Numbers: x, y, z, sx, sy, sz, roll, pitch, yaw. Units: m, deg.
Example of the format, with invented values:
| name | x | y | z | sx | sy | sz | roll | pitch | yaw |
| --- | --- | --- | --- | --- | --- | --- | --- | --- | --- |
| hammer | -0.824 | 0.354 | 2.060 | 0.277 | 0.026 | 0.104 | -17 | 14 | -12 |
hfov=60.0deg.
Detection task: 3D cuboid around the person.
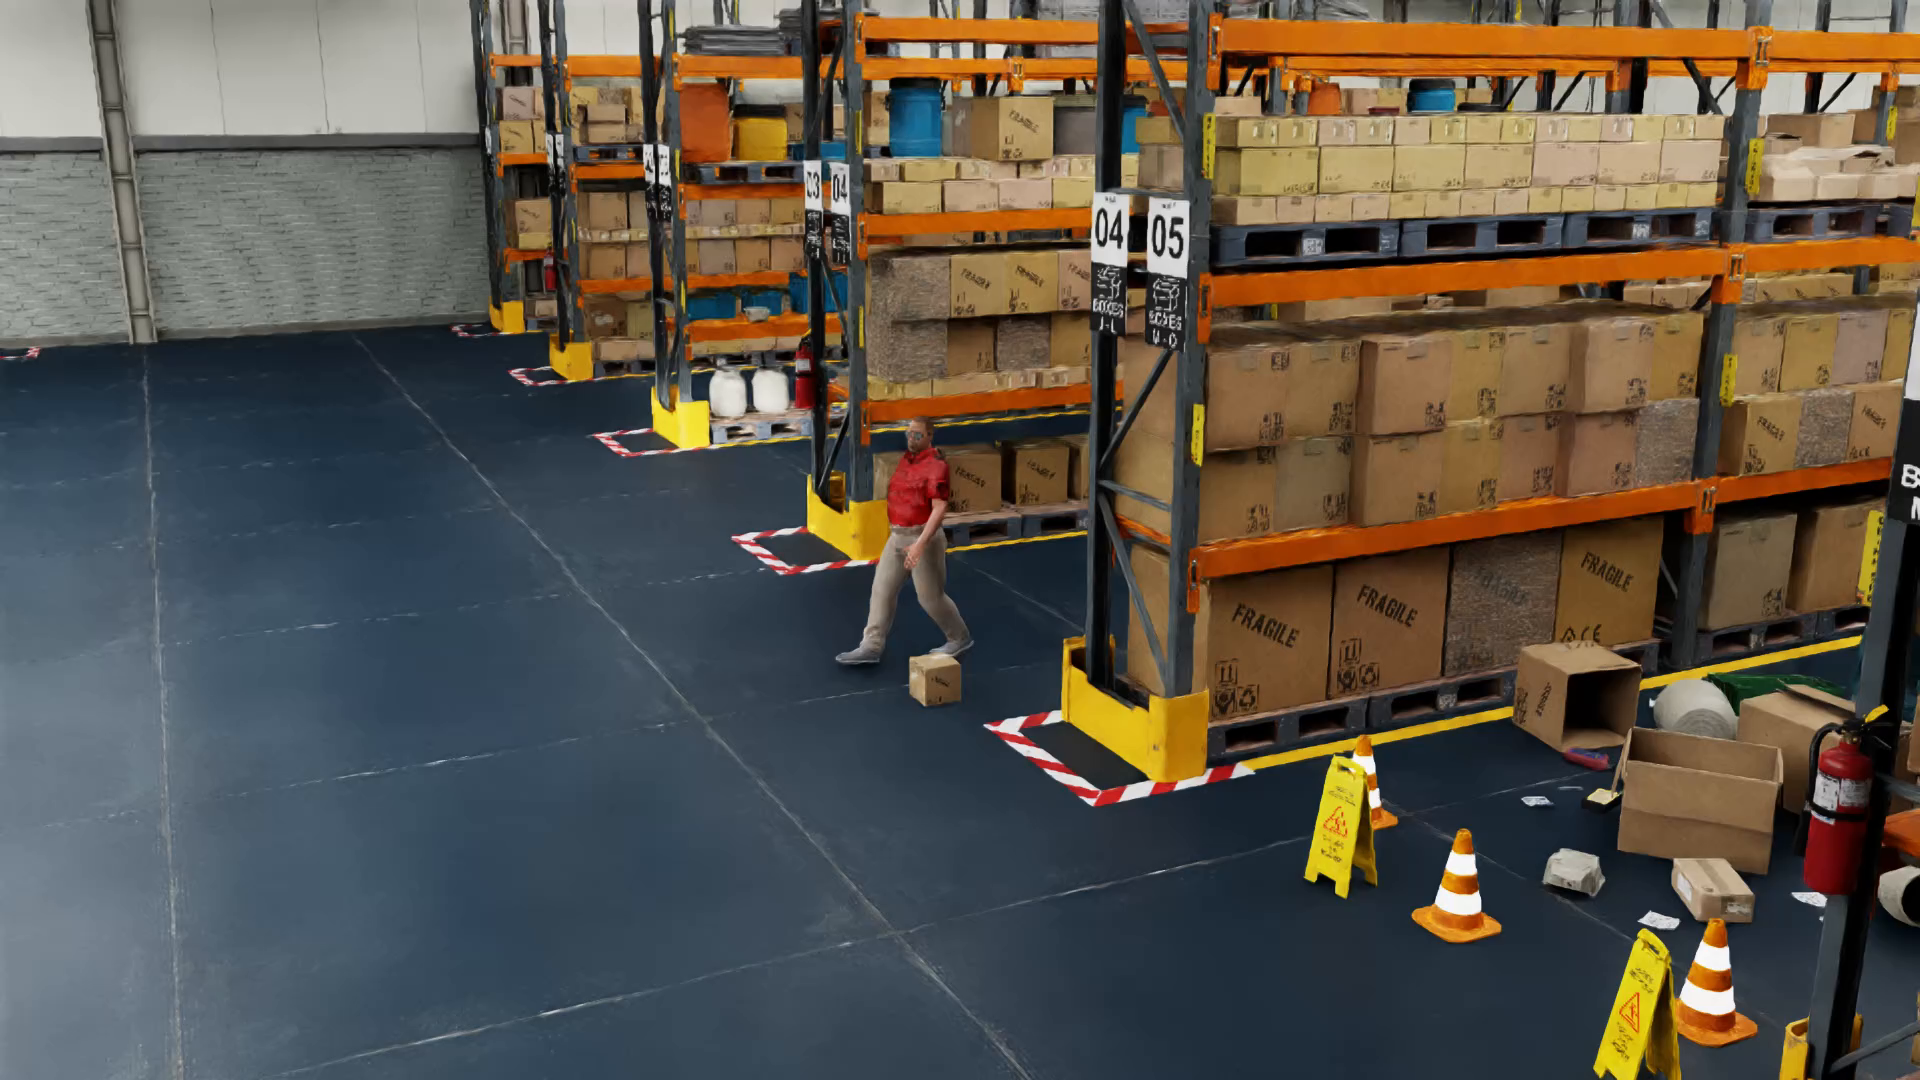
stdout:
| name | x | y | z | sx | sy | sz | roll | pitch | yaw |
| --- | --- | --- | --- | --- | --- | --- | --- | --- | --- |
| person | -0.343 | 0.119 | 11.018 | 0.915 | 1.483 | 0.541 | -11 | 19 | -36 |
